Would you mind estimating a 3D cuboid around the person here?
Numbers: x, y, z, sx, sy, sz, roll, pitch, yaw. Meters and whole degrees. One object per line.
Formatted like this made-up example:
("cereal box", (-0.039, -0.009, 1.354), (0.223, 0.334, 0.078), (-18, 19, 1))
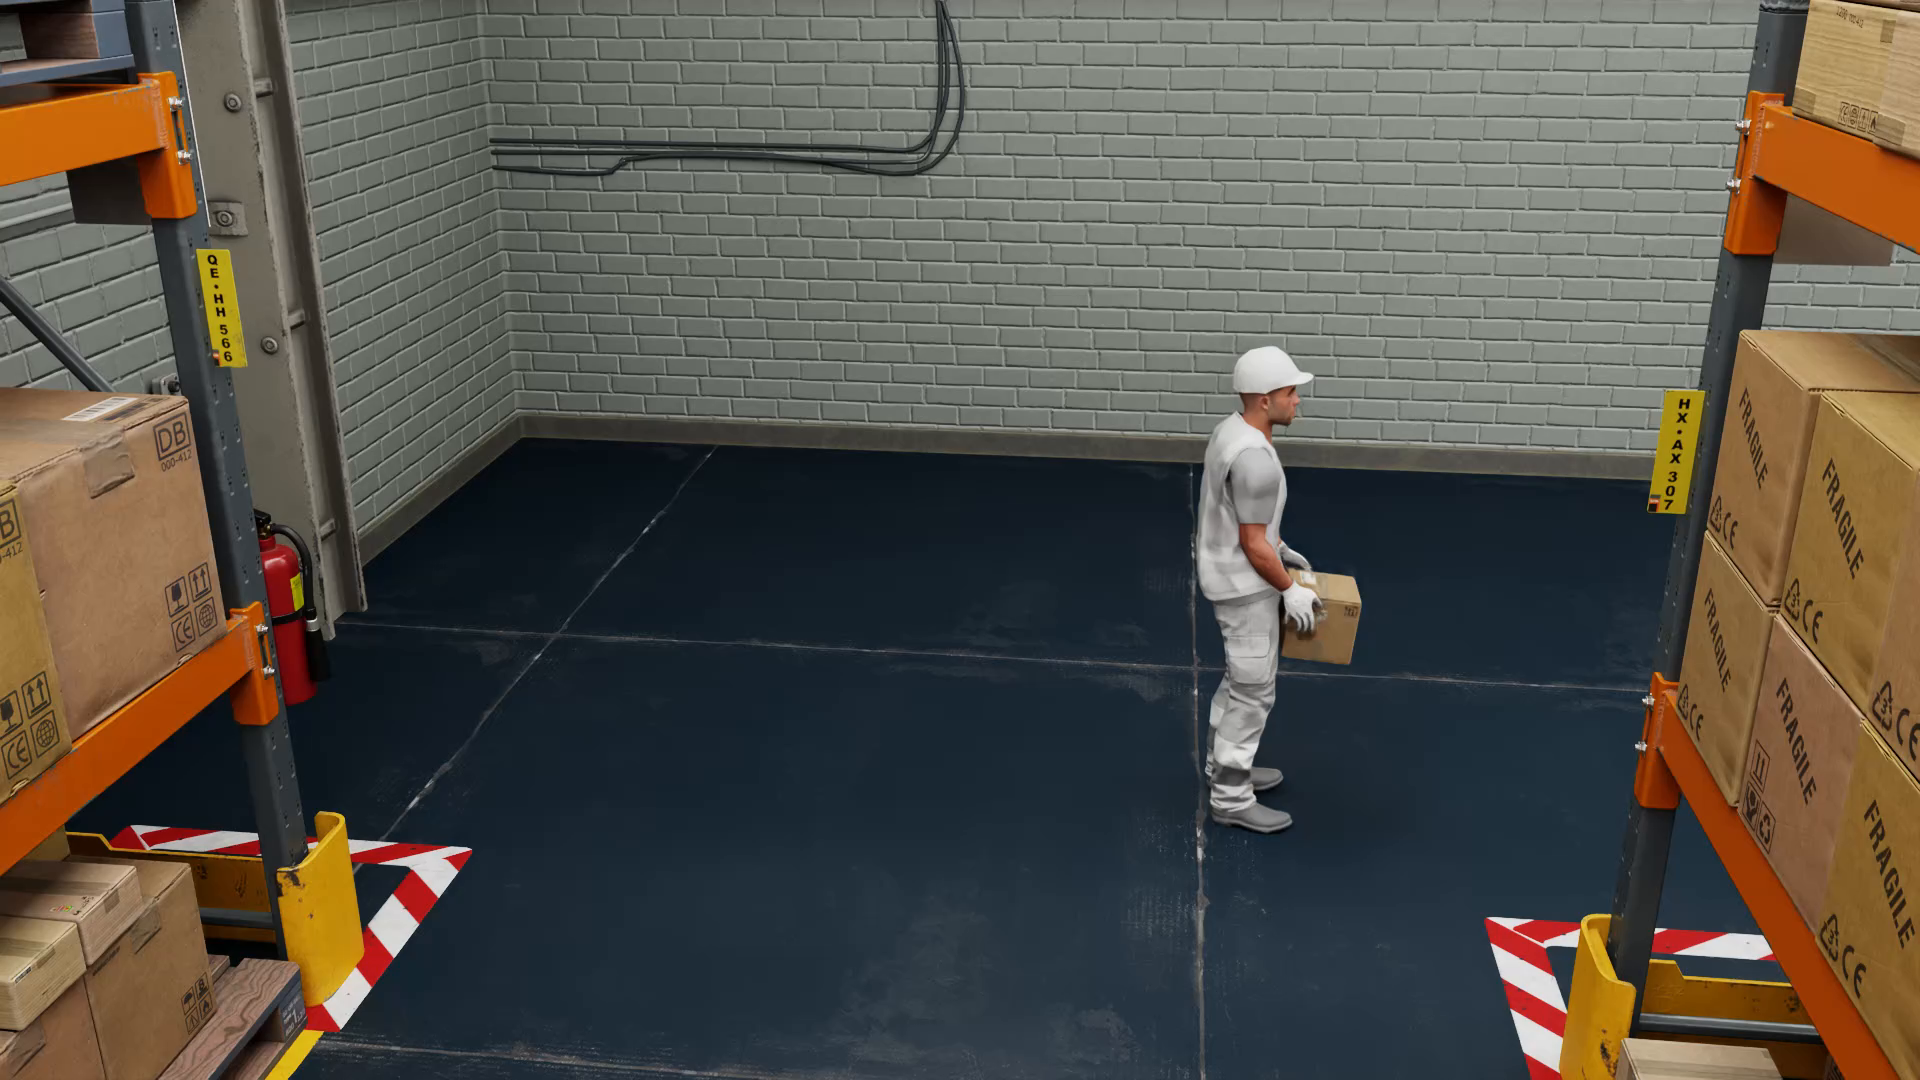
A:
("person", (1.087, 0.169, 6.105), (0.449, 1.791, 0.537), (2, 21, 5))
